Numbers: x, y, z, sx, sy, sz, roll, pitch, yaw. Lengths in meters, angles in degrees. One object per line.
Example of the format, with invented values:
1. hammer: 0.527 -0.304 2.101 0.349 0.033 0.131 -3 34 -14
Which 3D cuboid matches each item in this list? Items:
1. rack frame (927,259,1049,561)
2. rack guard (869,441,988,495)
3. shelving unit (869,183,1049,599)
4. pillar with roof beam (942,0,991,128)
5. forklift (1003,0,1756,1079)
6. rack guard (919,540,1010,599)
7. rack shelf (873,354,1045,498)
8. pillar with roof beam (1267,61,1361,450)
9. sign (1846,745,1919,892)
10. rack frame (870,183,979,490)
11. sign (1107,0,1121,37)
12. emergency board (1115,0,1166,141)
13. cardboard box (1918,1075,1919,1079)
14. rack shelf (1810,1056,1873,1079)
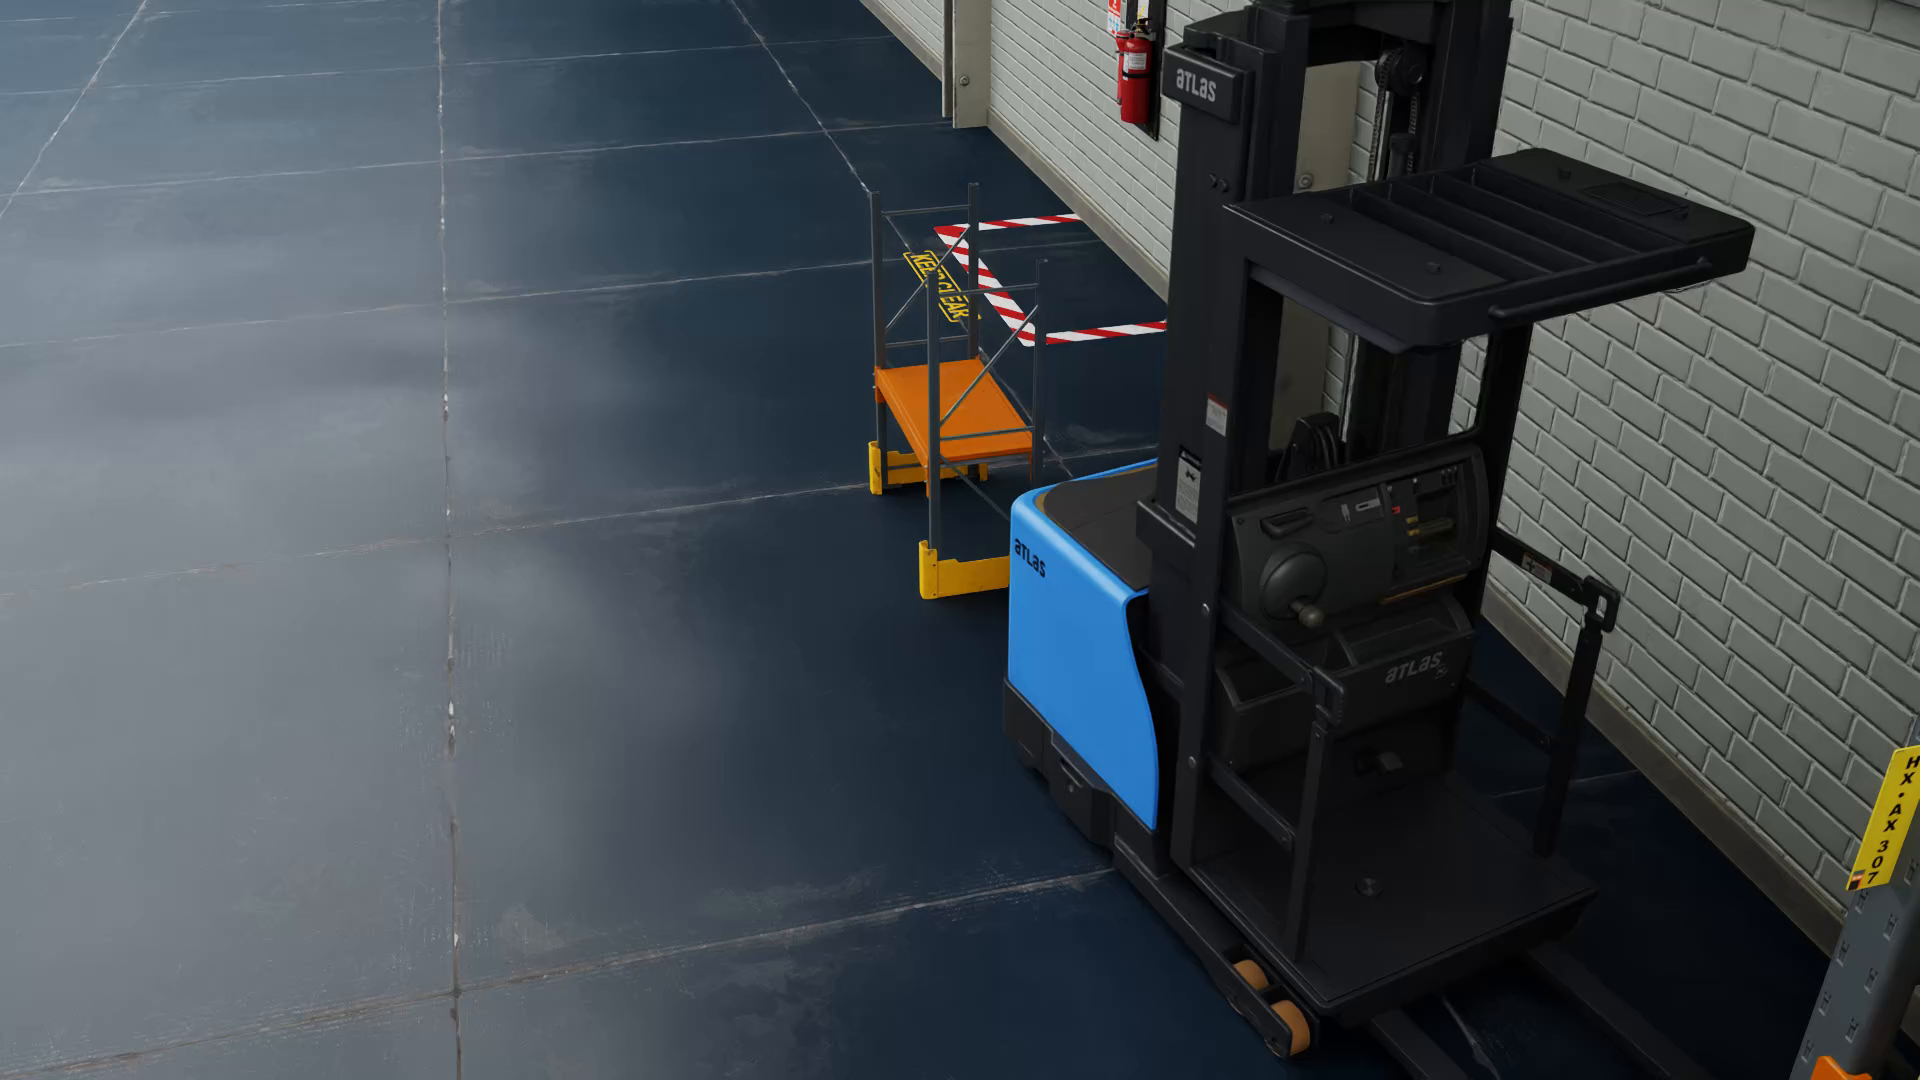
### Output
1. rack frame: 0.112 -0.445 7.021 0.500 1.500 0.032 -8 31 -13
2. rack guard: -0.152 -0.386 8.167 0.587 0.250 0.087 -8 31 -13
3. shelving unit: -0.020 -0.686 7.438 0.587 1.500 1.083 -8 31 -13
4. pillar with roof beam: -4.098 -6.789 10.497 9.100 9.000 0.400 -8 31 -13
5. forklift: 1.295 0.039 4.757 1.130 2.935 3.031 -15 33 -24
6. rack guard: 0.112 0.096 7.335 0.587 0.250 0.087 -8 31 -13
7. rack shelf: -0.023 -0.535 7.536 0.538 0.185 1.000 -8 31 -13
8. pillar with roof beam: -2.506 -3.892 5.490 9.100 9.000 0.400 -8 31 -13
9. sign: 1.694 0.505 3.019 0.100 0.325 0.005 -8 31 -13
10. rack frame: -0.158 -0.936 7.870 0.500 1.500 0.032 -8 31 -13
11. sign: 0.978 -3.362 10.529 0.001 0.329 0.234 -8 31 -13
12. emergency board: 1.026 -3.066 10.053 0.194 1.169 0.643 -8 31 -13
13. cardboard box: 2.041 1.141 2.913 0.500 0.250 0.500 -9 31 -15
14. rack shelf: 2.748 2.085 1.872 1.077 0.370 4.000 -8 31 -13
